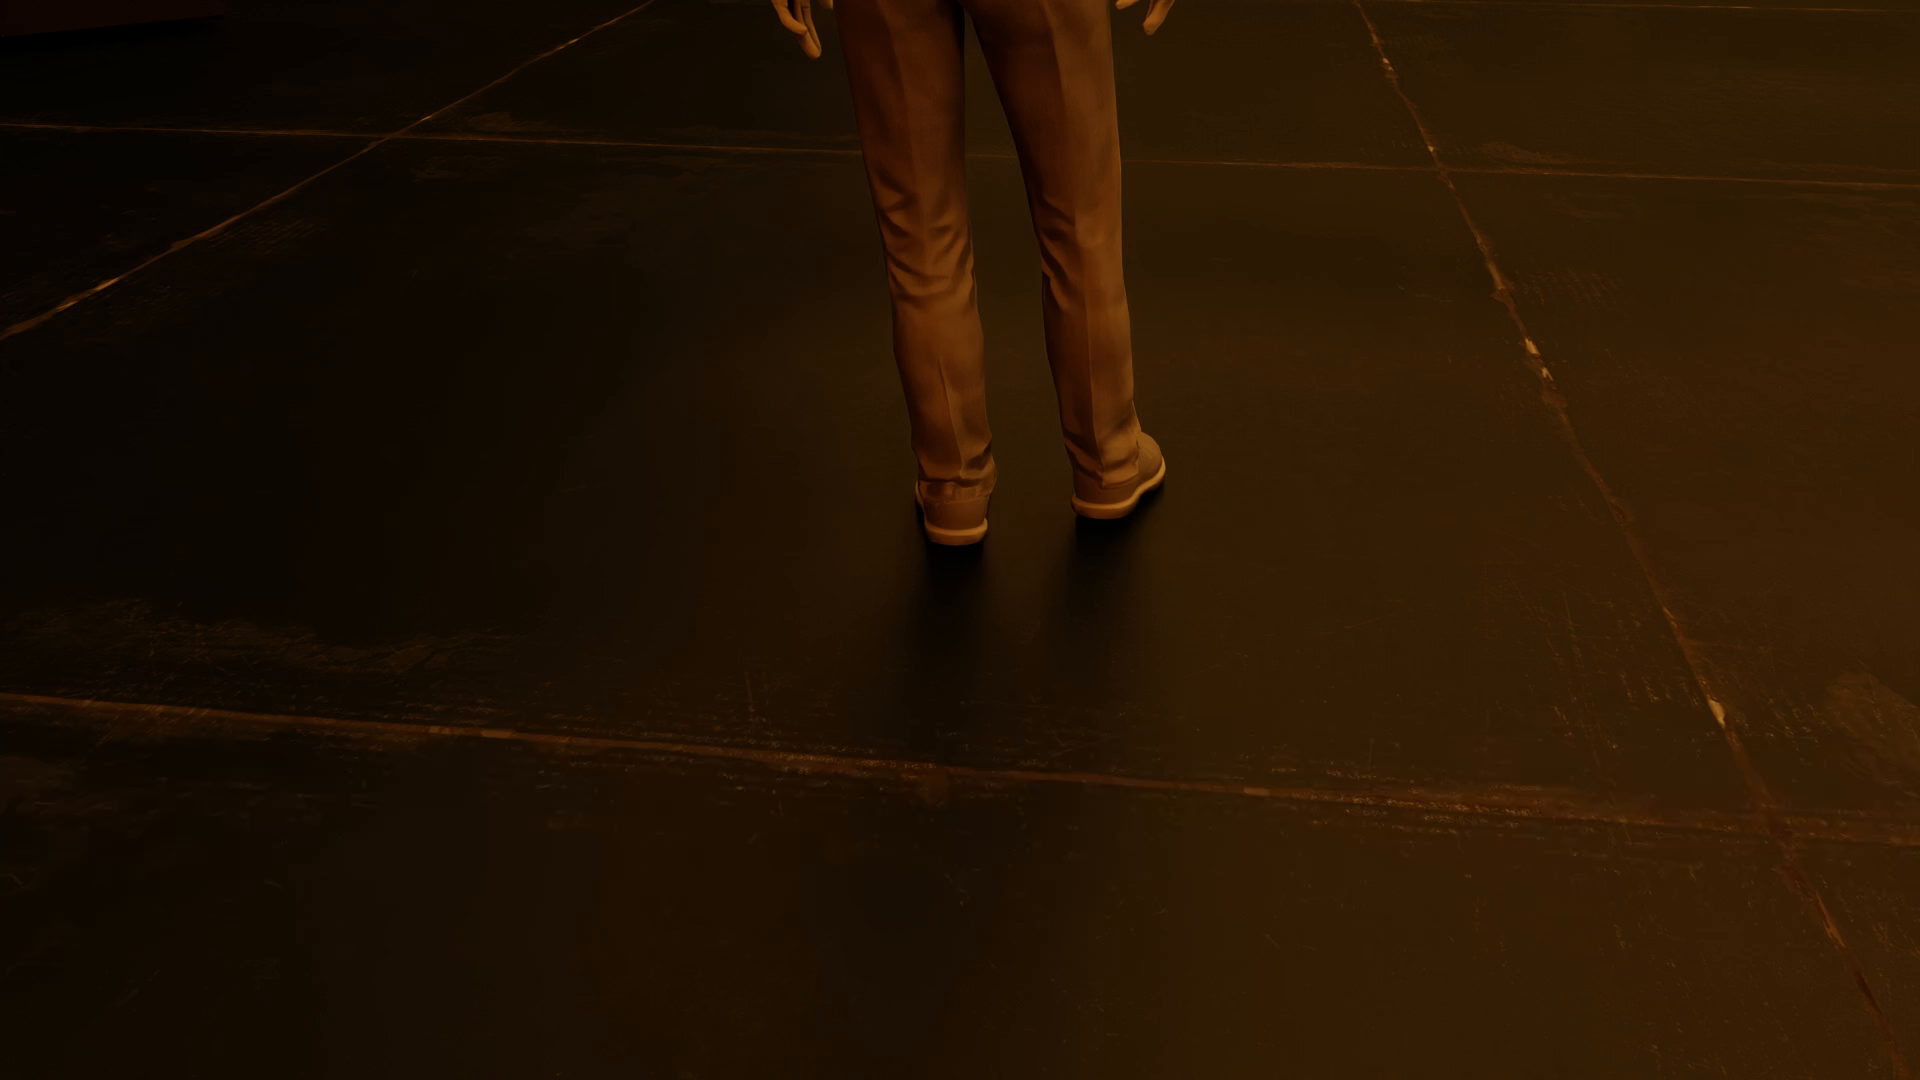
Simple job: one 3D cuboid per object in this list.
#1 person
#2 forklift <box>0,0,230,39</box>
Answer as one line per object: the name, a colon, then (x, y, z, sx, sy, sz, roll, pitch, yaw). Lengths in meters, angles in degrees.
person: (0.021, -0.795, 2.178, 0.577, 1.694, 0.530, 3, 27, 7)
forklift: (-4.138, -3.646, 6.526, 1.130, 2.935, 3.031, -20, 33, -34)
